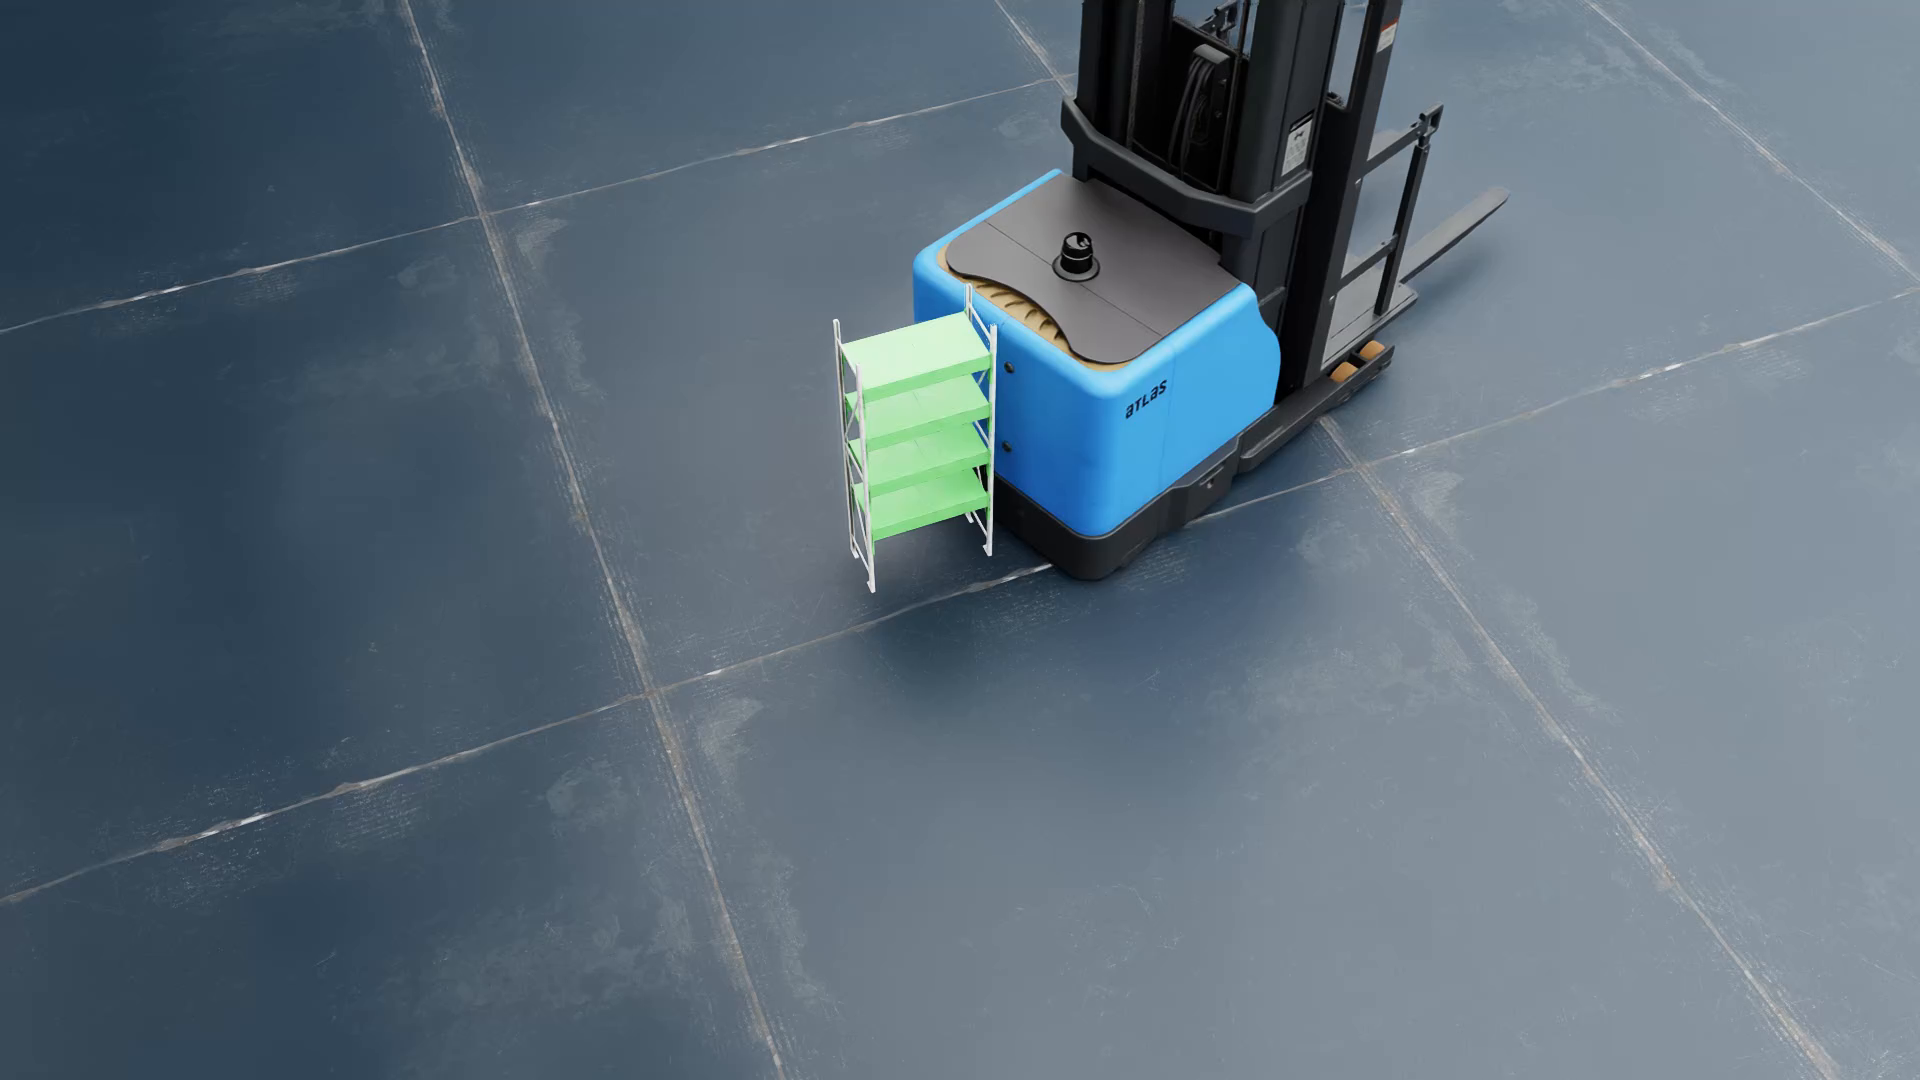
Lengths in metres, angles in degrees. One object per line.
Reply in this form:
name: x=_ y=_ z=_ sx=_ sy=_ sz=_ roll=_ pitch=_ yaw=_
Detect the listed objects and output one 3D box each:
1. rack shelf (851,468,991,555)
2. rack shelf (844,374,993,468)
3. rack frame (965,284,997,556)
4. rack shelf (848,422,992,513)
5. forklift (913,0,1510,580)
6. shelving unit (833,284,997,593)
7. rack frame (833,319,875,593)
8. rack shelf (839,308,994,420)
rack shelf: x=-0.153 y=-0.145 z=6.325 sx=0.480 sy=0.148 sz=0.258 roll=-17 pitch=52 yaw=-14
rack shelf: x=-0.153 y=-0.458 z=5.961 sx=0.480 sy=0.148 sz=0.258 roll=-17 pitch=52 yaw=-14
rack frame: x=0.073 y=-0.413 z=6.155 sx=0.015 sy=1.200 sz=0.240 roll=-17 pitch=52 yaw=-14
rack shelf: x=-0.153 y=-0.302 z=6.143 sx=0.480 sy=0.148 sz=0.258 roll=-17 pitch=52 yaw=-14
forklift: x=1.221 y=-1.803 z=6.207 sx=3.031 sy=2.935 sz=1.130 roll=-36 pitch=58 yaw=-27
shelving unit: x=-0.153 y=-0.343 z=6.095 sx=0.503 sy=1.200 sz=0.258 roll=-17 pitch=52 yaw=-14
rack frame: x=-0.379 y=-0.273 z=6.035 sx=0.015 sy=1.200 sz=0.240 roll=-17 pitch=52 yaw=-14
rack shelf: x=-0.153 y=-0.615 z=5.779 sx=0.480 sy=0.148 sz=0.258 roll=-17 pitch=52 yaw=-14
